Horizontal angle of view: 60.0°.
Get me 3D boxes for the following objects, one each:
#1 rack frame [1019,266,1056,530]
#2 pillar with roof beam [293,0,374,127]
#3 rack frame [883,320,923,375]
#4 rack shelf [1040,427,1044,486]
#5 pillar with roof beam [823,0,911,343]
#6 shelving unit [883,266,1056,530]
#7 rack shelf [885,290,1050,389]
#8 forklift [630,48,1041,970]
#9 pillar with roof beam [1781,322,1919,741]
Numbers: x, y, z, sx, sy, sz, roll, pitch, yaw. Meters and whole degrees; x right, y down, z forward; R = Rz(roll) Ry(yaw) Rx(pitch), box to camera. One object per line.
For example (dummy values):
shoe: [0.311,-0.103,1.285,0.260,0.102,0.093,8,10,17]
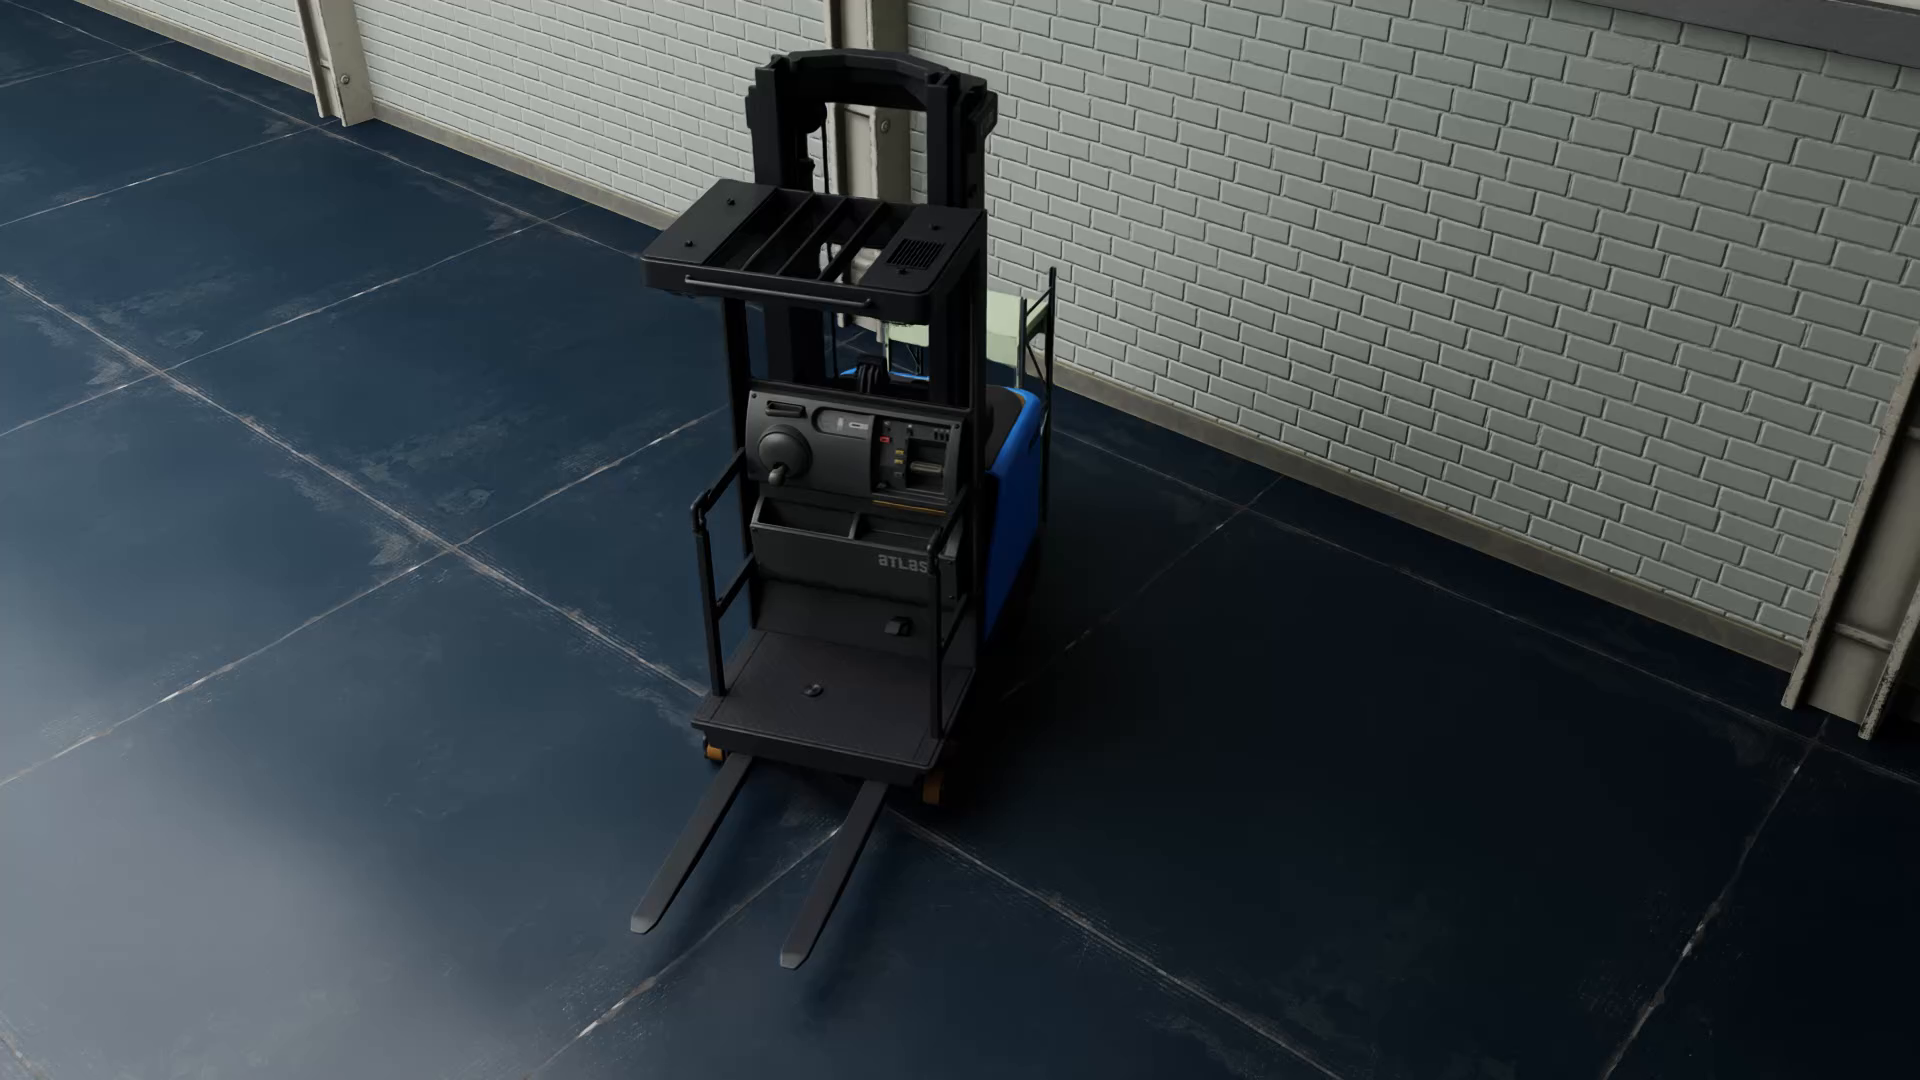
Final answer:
rack frame: [0.376,-0.615,8.404,0.023,1.500,0.400,15,37,20]
pillar with roof beam: [-7.918,-5.413,8.765,0.400,9.000,9.100,25,42,32]
rack frame: [-0.288,-0.790,8.657,0.023,1.500,0.400,15,37,20]
rack shelf: [0.044,-0.434,8.715,0.720,0.370,0.431,15,37,20]
pillar with roof beam: [-3.306,-3.240,5.600,0.400,9.000,9.100,25,42,32]
shelving unit: [0.044,-0.703,8.530,0.755,1.500,0.431,15,37,20]
rack shelf: [0.044,-1.024,8.309,0.720,0.370,0.431,15,37,20]
forklift: [-0.501,-0.315,6.702,1.130,2.935,3.031,9,36,13]
pillar with roof beam: [1.305,-1.066,2.436,0.400,9.000,9.100,25,42,32]
